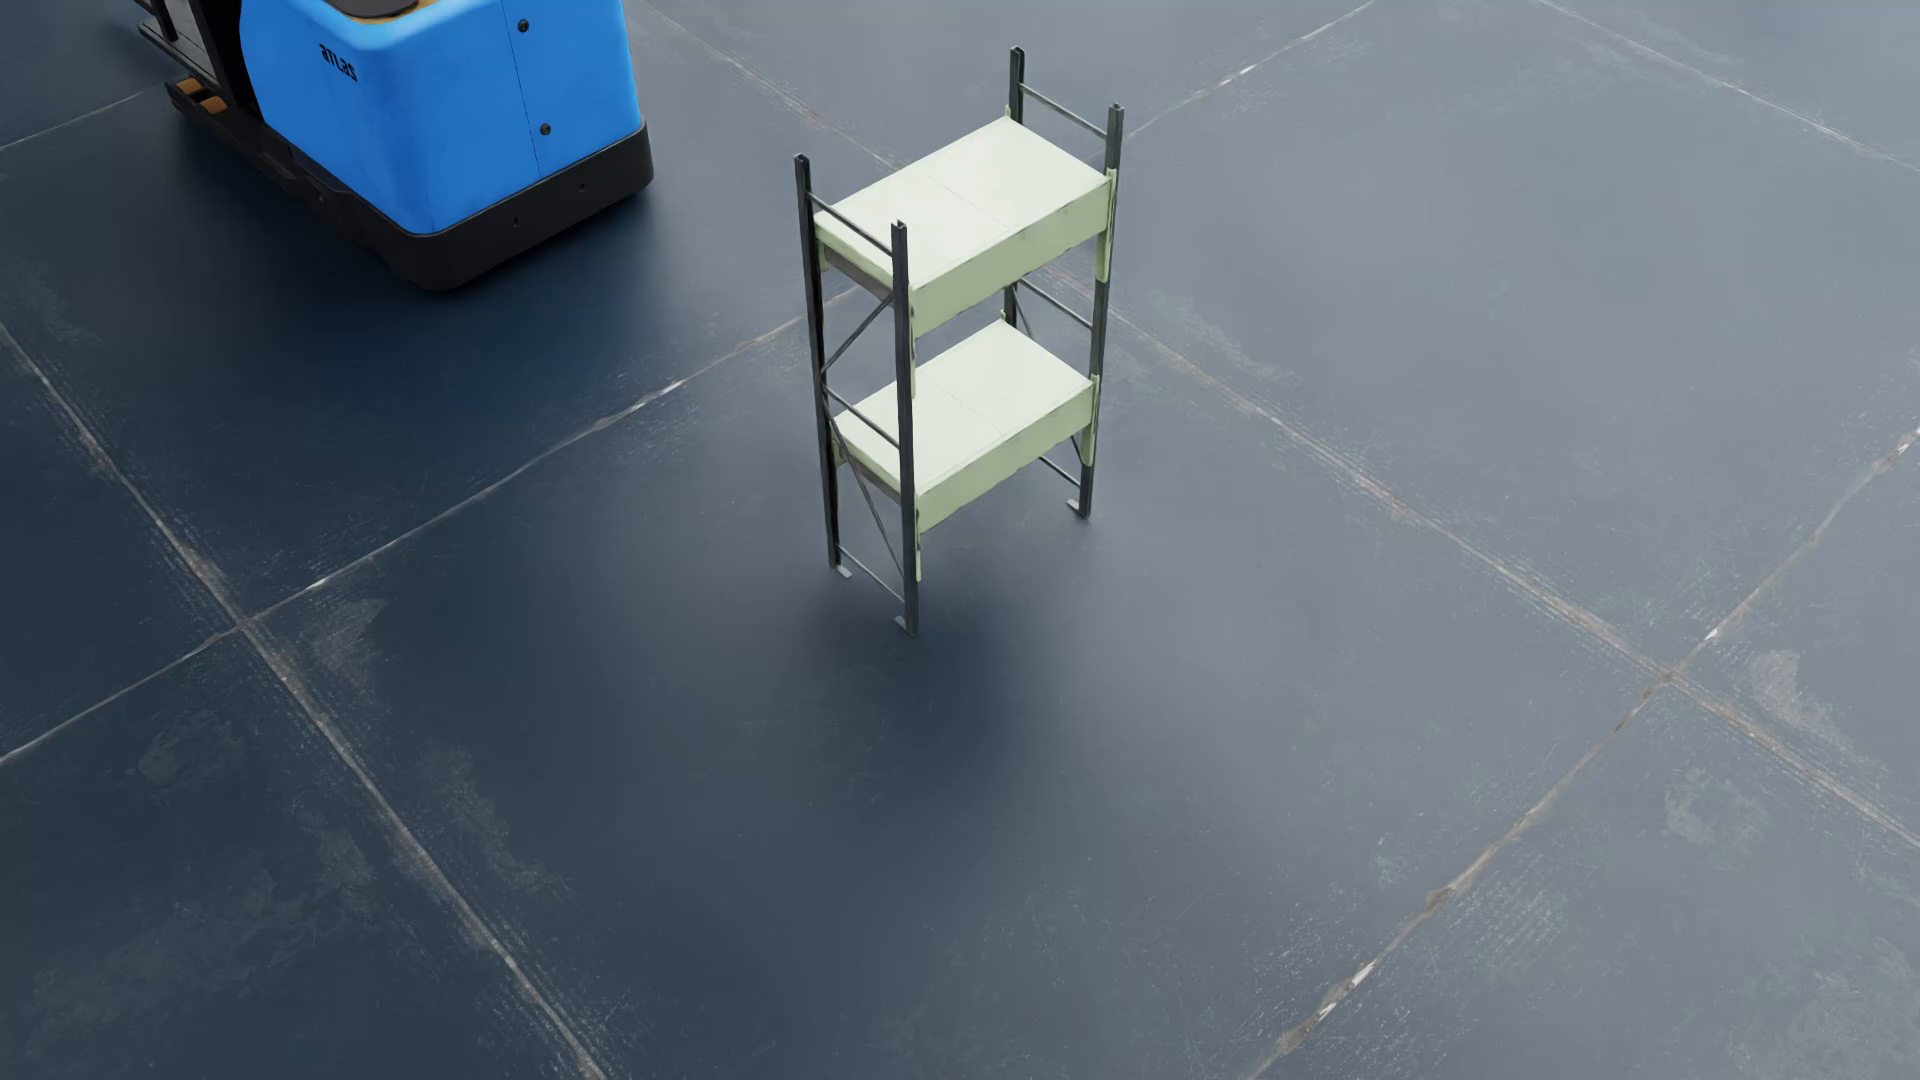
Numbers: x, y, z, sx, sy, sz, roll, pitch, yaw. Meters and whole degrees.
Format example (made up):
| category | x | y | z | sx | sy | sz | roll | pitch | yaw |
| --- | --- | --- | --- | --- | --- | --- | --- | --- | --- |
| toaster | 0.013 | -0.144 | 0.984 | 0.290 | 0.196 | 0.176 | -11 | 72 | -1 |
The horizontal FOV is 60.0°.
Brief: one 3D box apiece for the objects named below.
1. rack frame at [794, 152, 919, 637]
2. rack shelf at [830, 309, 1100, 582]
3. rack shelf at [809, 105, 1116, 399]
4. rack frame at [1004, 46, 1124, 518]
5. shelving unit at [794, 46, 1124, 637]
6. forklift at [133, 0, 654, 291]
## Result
| category | x | y | z | sx | sy | sz | roll | pitch | yaw |
| --- | --- | --- | --- | --- | --- | --- | --- | --- | --- |
| rack frame | -0.266 | -0.331 | 4.535 | 0.023 | 1.500 | 0.400 | -34 | 56 | -27 |
| rack shelf | 0.005 | -0.291 | 4.941 | 0.720 | 0.370 | 0.431 | -34 | 56 | -27 |
| rack shelf | 0.005 | -0.777 | 4.415 | 0.720 | 0.370 | 0.431 | -34 | 56 | -27 |
| rack frame | 0.276 | -0.693 | 4.869 | 0.023 | 1.500 | 0.400 | -34 | 56 | -27 |
| shelving unit | 0.005 | -0.512 | 4.702 | 0.755 | 1.500 | 0.431 | -34 | 56 | -27 |
| forklift | -2.592 | -2.862 | 5.897 | 3.031 | 2.935 | 1.130 | 36 | 57 | 28 |
